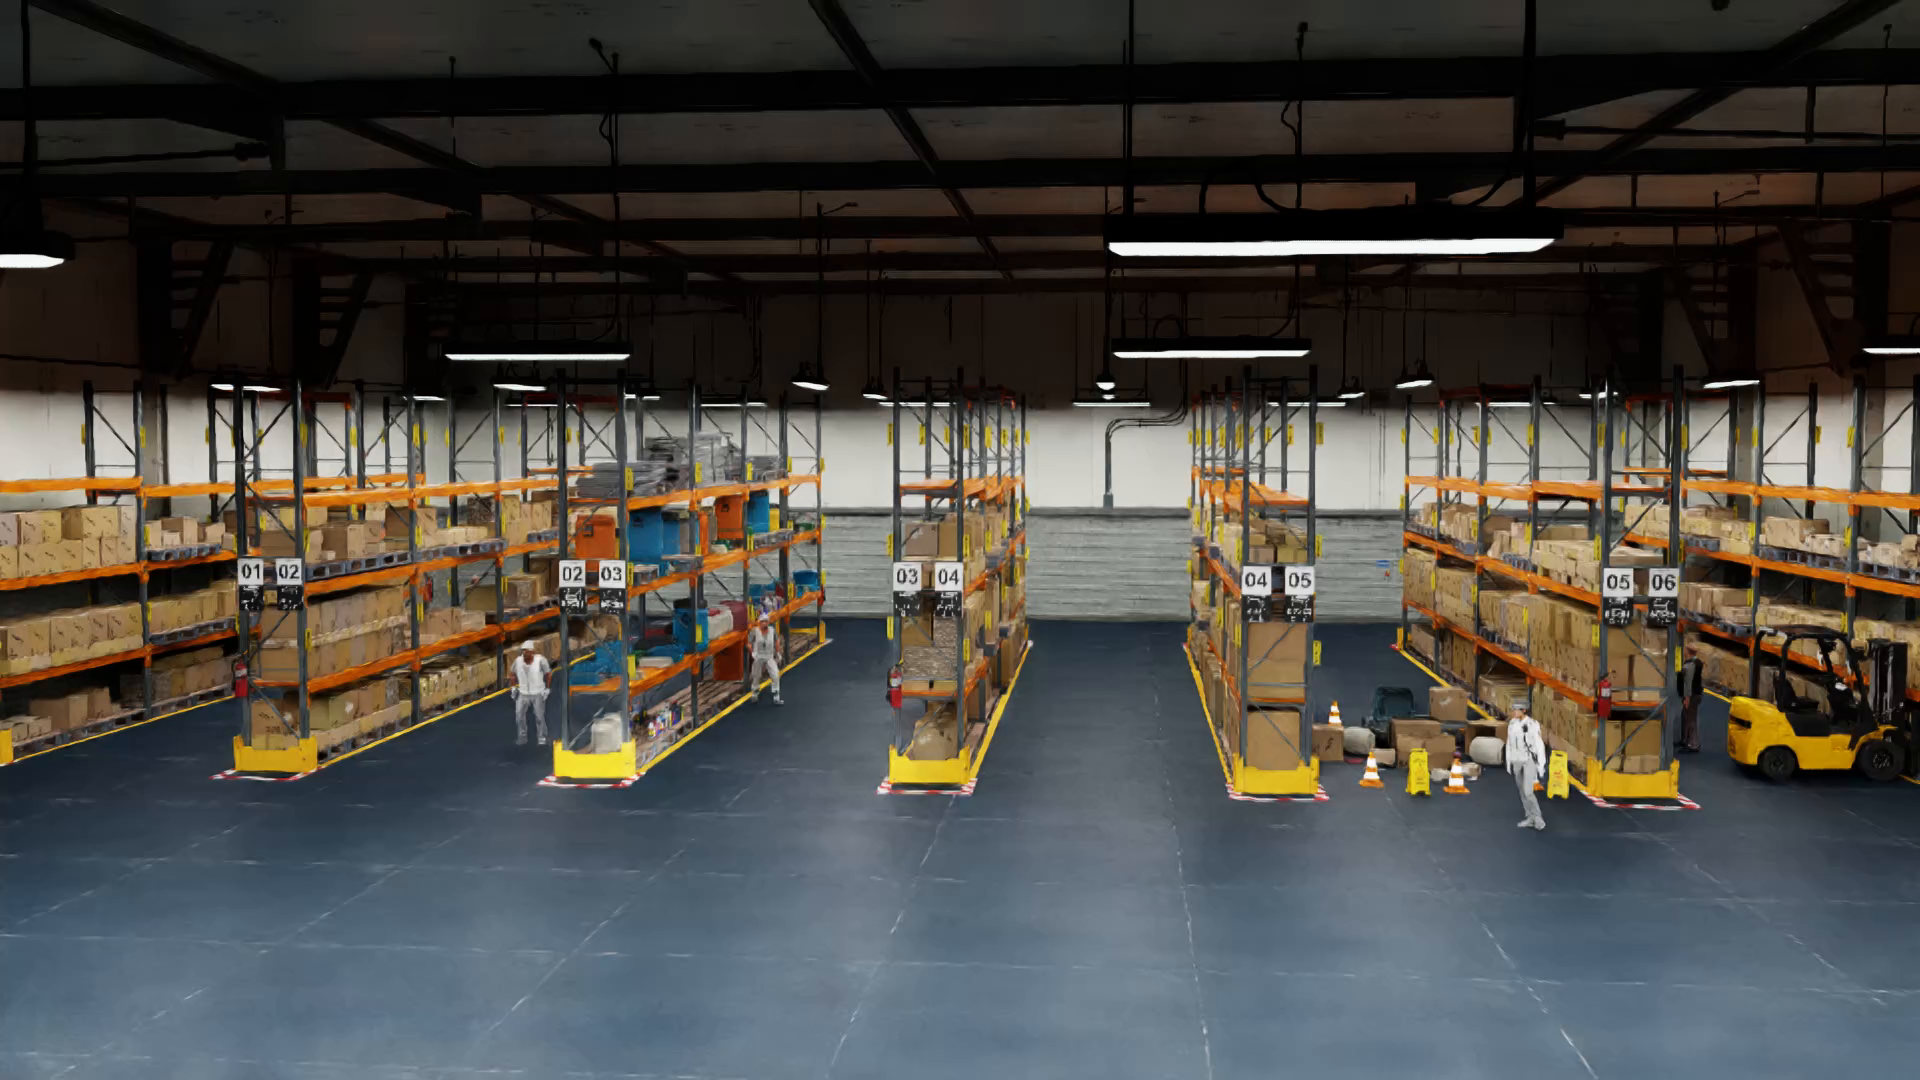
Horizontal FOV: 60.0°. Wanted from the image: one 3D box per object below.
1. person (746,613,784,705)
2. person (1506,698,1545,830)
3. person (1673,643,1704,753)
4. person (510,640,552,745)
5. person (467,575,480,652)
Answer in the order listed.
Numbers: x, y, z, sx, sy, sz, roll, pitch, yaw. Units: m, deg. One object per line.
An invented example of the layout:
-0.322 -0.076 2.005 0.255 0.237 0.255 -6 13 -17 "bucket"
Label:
-3.657 2.202 31.067 0.684 1.714 0.845 -1 4 -11 "person"
7.221 2.846 21.230 0.412 1.658 0.576 -2 4 -32 "person"
11.534 2.489 26.388 0.494 1.725 0.578 3 4 36 "person"
-6.953 2.471 26.908 0.702 1.735 0.549 0 4 3 "person"
-11.161 1.753 38.496 0.522 1.678 0.646 -1 4 -17 "person"
